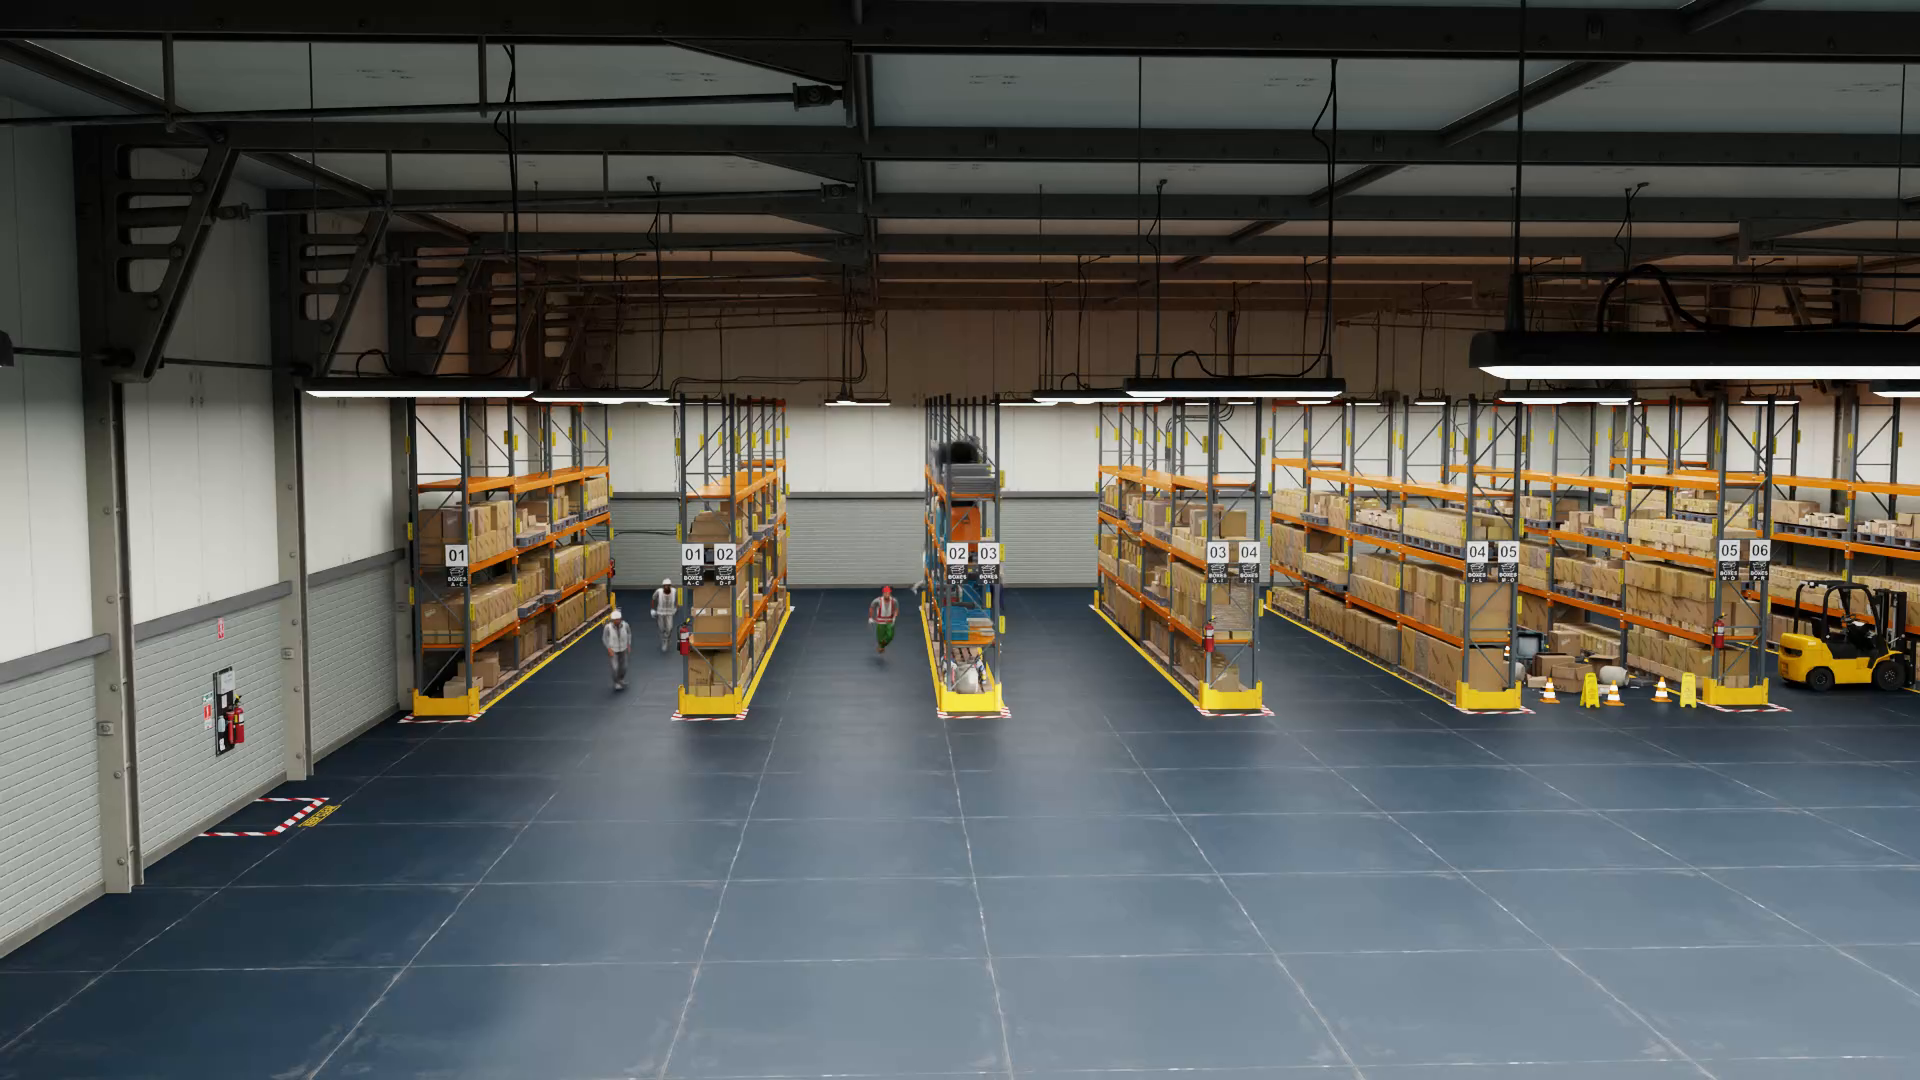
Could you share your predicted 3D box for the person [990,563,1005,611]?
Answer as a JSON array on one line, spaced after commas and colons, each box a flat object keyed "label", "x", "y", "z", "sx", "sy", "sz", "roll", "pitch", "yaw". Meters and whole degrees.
[{"label": "person", "x": 0.961, "y": 1.180, "z": 47.464, "sx": 0.642, "sy": 1.618, "sz": 0.857, "roll": -2, "pitch": 5, "yaw": -23}]

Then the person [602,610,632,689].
[{"label": "person", "x": -6.993, "y": 2.221, "z": 33.925, "sx": 0.668, "sy": 1.643, "sz": 0.880, "roll": -3, "pitch": 5, "yaw": -32}]

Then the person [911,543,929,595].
[{"label": "person", "x": -1.040, "y": 0.897, "z": 50.498, "sx": 0.906, "sy": 1.697, "sz": 0.609, "roll": 1, "pitch": 5, "yaw": 7}]

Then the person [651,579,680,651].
[{"label": "person", "x": -6.976, "y": 1.757, "z": 39.439, "sx": 0.684, "sy": 1.709, "sz": 0.698, "roll": -1, "pitch": 5, "yaw": -18}]

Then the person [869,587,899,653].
[{"label": "person", "x": -1.705, "y": 1.811, "z": 37.395, "sx": 0.663, "sy": 1.568, "sz": 0.731, "roll": -1, "pitch": 5, "yaw": -18}]
